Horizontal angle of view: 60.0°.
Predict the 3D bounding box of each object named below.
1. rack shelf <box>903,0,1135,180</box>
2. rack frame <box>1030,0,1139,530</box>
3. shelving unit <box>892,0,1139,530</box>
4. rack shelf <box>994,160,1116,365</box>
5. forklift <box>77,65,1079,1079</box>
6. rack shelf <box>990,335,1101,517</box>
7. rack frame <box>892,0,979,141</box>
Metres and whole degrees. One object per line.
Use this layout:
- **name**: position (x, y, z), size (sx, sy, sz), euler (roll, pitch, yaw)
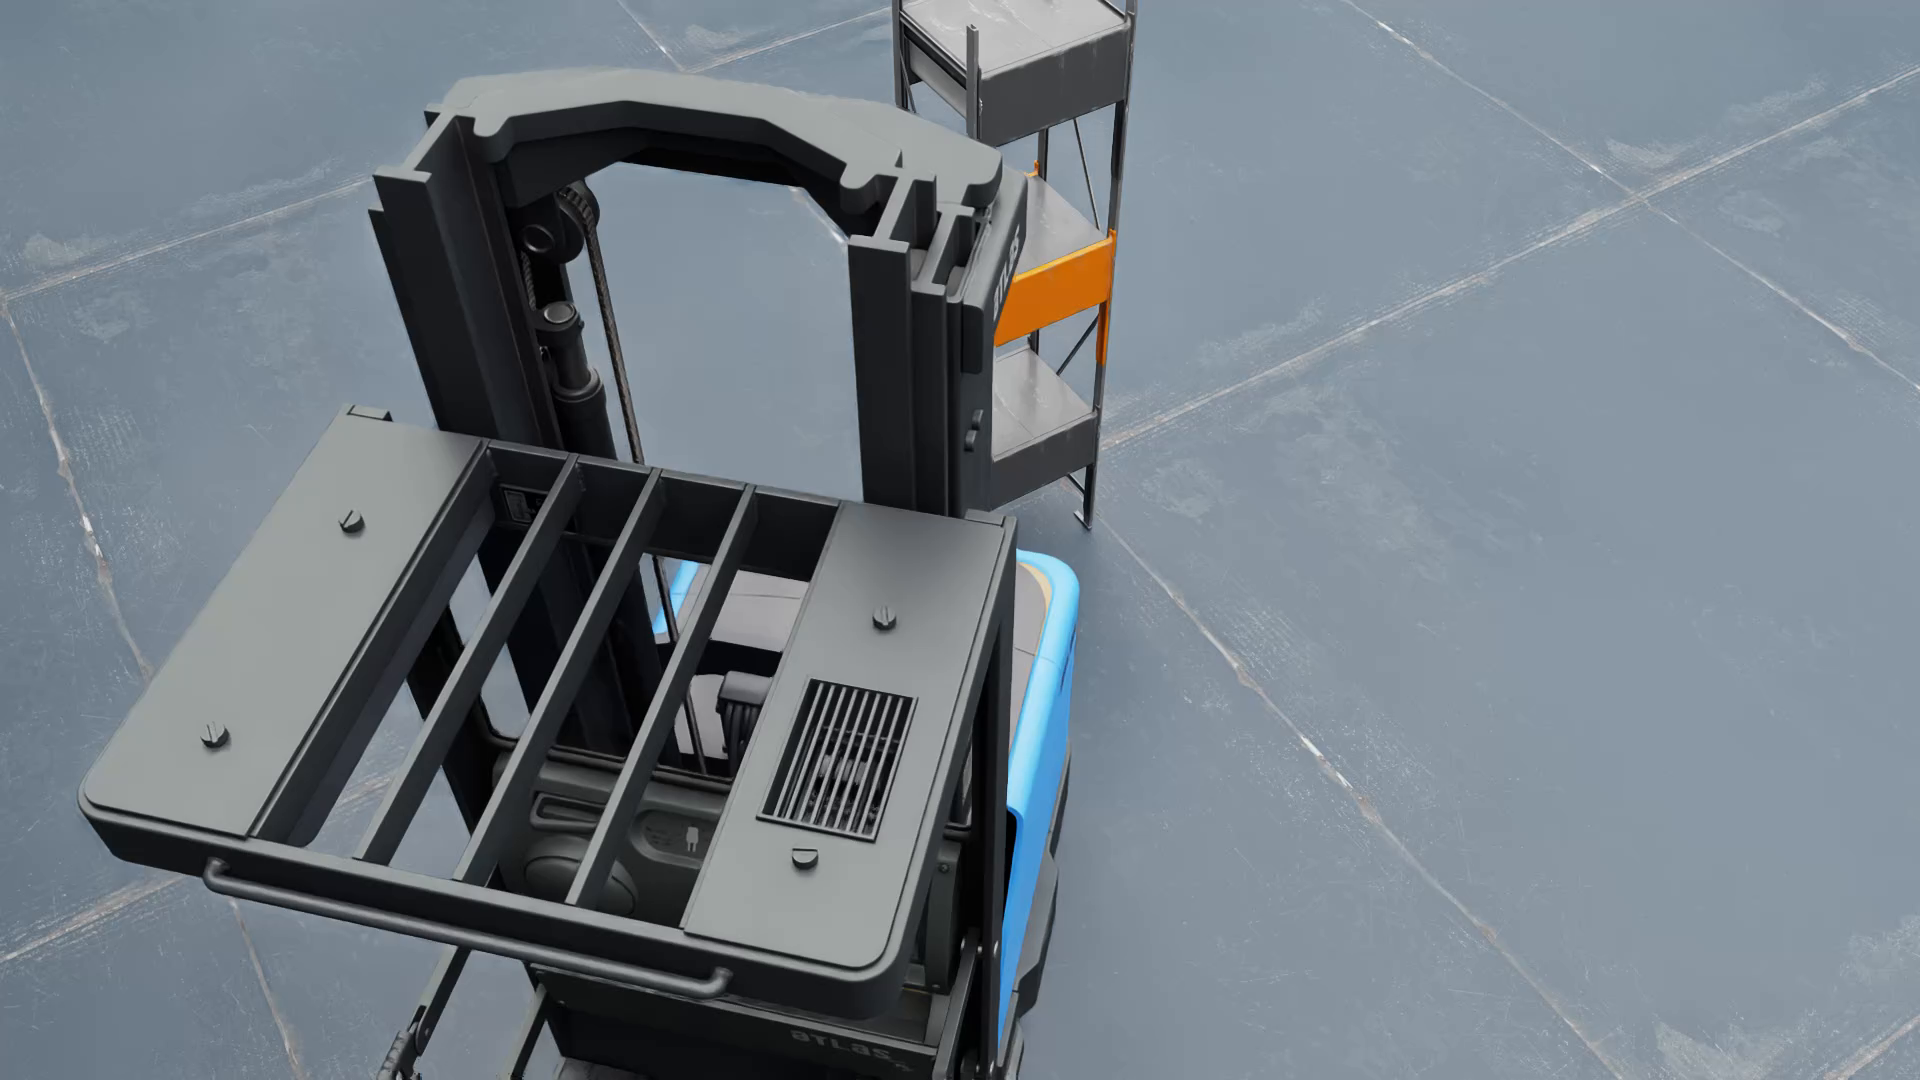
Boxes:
- **rack shelf**: position (0.140, -1.221, 4.512), size (0.480, 0.518, 0.431), euler (-25, 53, -21)
- **rack frame**: position (0.346, -0.861, 5.111), size (0.015, 2.100, 0.400), euler (-25, 53, -21)
- **shelving unit**: position (0.140, -0.764, 5.025), size (0.503, 2.100, 0.431), euler (-25, 53, -21)
- **rack shelf**: position (0.140, -0.755, 5.035), size (0.480, 0.518, 0.431), euler (-25, 53, -21)
- **forklift**: position (-0.510, 0.781, 3.092), size (1.130, 2.935, 3.031), euler (10, 49, 9)
- **rack shelf**: position (0.140, -0.290, 5.558), size (0.480, 0.518, 0.431), euler (-25, 53, -21)
- **rack frame**: position (-0.066, -0.667, 4.938), size (0.015, 2.100, 0.400), euler (-25, 53, -21)
